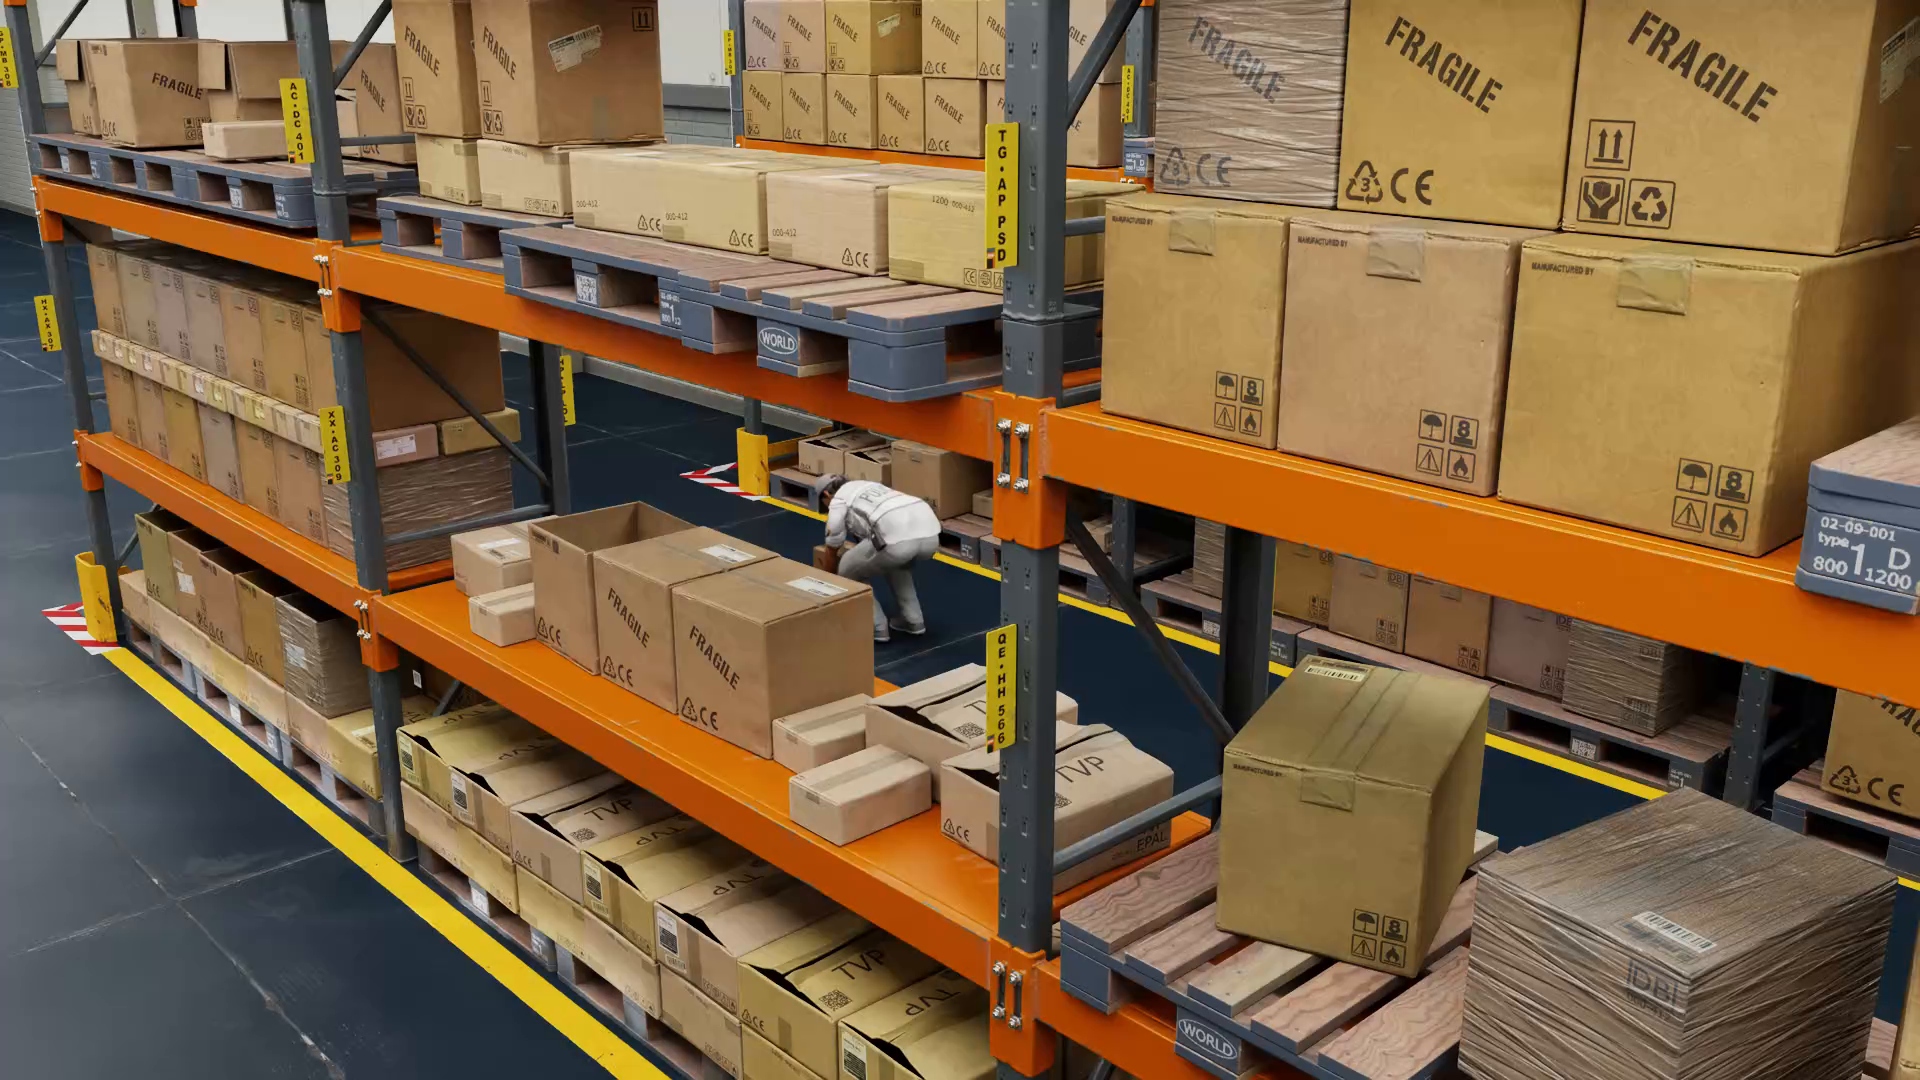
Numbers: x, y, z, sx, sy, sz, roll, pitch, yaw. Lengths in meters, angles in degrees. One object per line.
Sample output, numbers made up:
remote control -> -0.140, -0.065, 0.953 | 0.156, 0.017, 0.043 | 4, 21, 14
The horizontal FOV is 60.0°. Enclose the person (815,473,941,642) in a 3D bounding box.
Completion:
person -> -0.538, 0.110, 10.370 | 0.934, 0.966, 0.508 | 16, 24, 41
